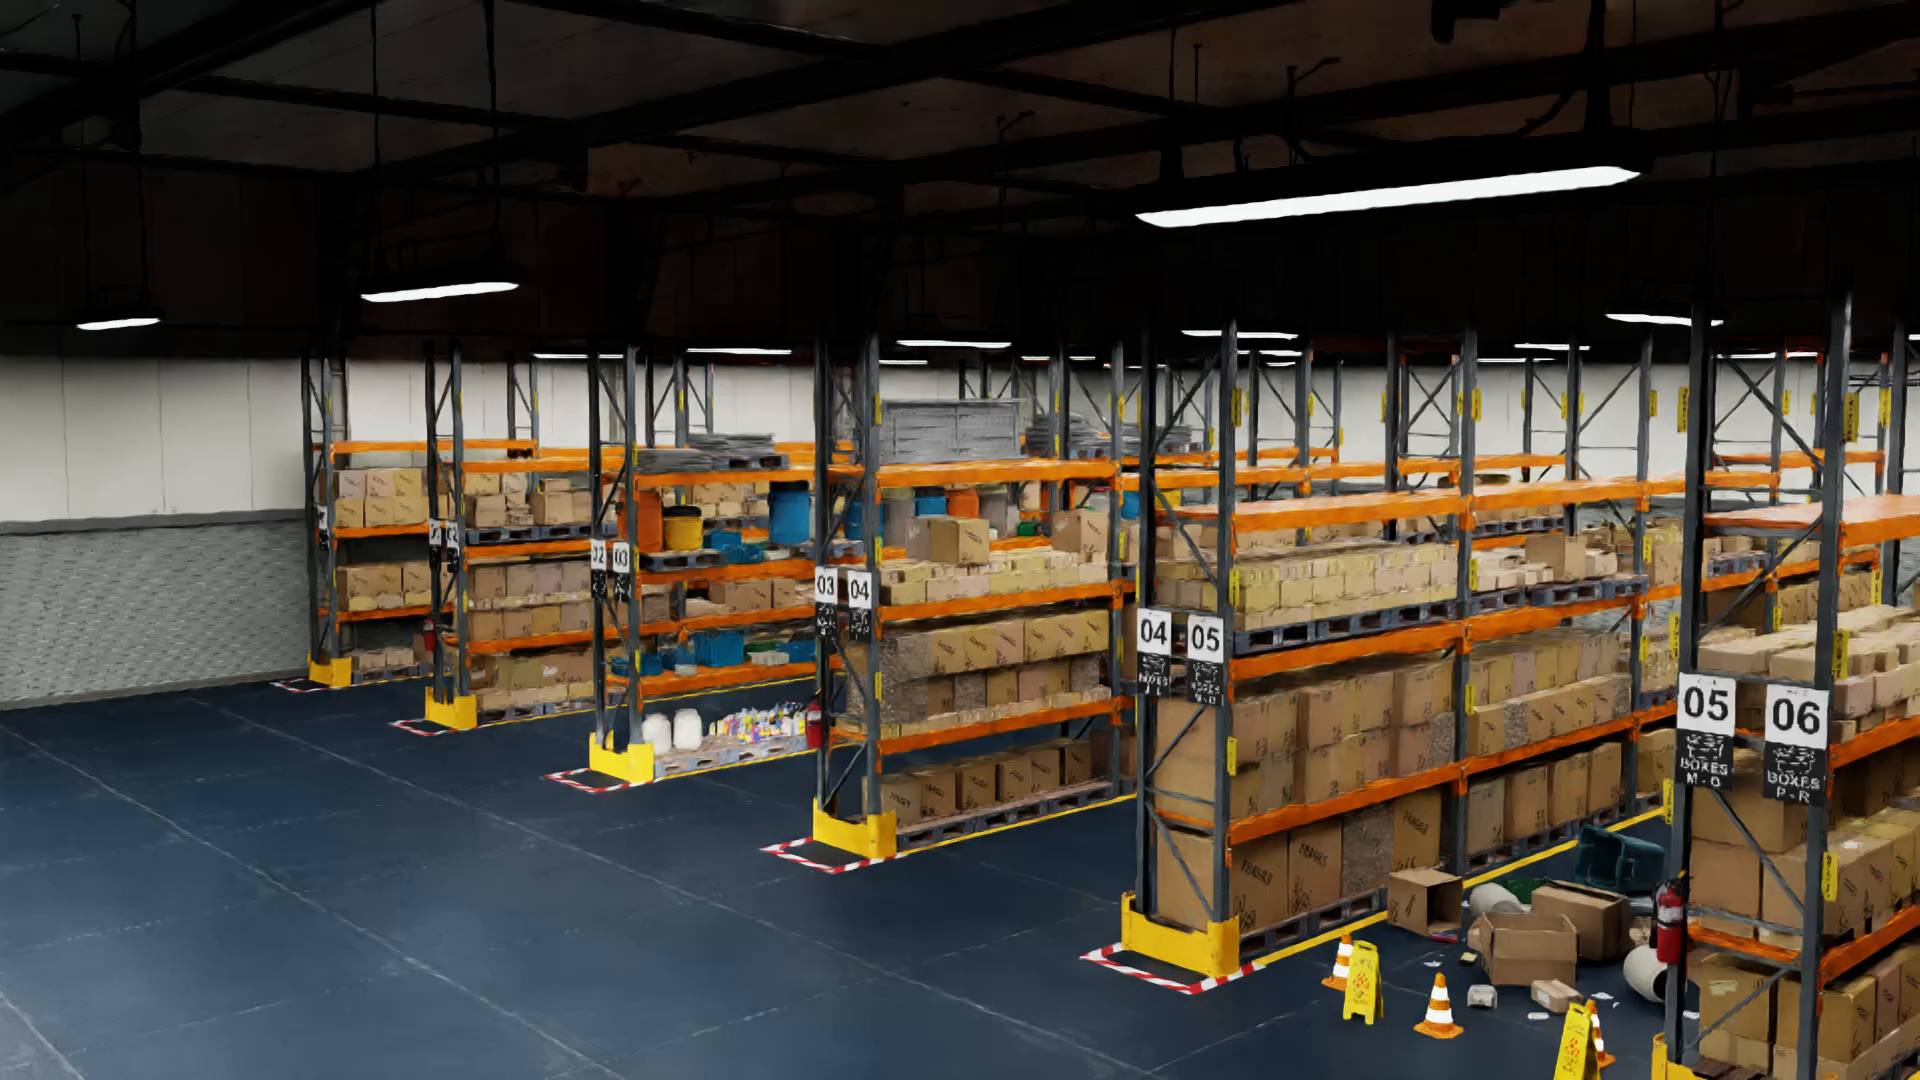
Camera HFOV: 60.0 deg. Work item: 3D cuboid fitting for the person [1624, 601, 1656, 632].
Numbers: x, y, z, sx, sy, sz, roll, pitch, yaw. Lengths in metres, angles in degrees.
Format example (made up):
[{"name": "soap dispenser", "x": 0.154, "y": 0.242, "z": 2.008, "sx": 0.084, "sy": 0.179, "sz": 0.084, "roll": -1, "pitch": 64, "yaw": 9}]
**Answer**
[{"name": "person", "x": 12.850, "y": 1.602, "z": 31.343, "sx": 0.613, "sy": 1.601, "sz": 0.808, "roll": 3, "pitch": 6, "yaw": 29}]
